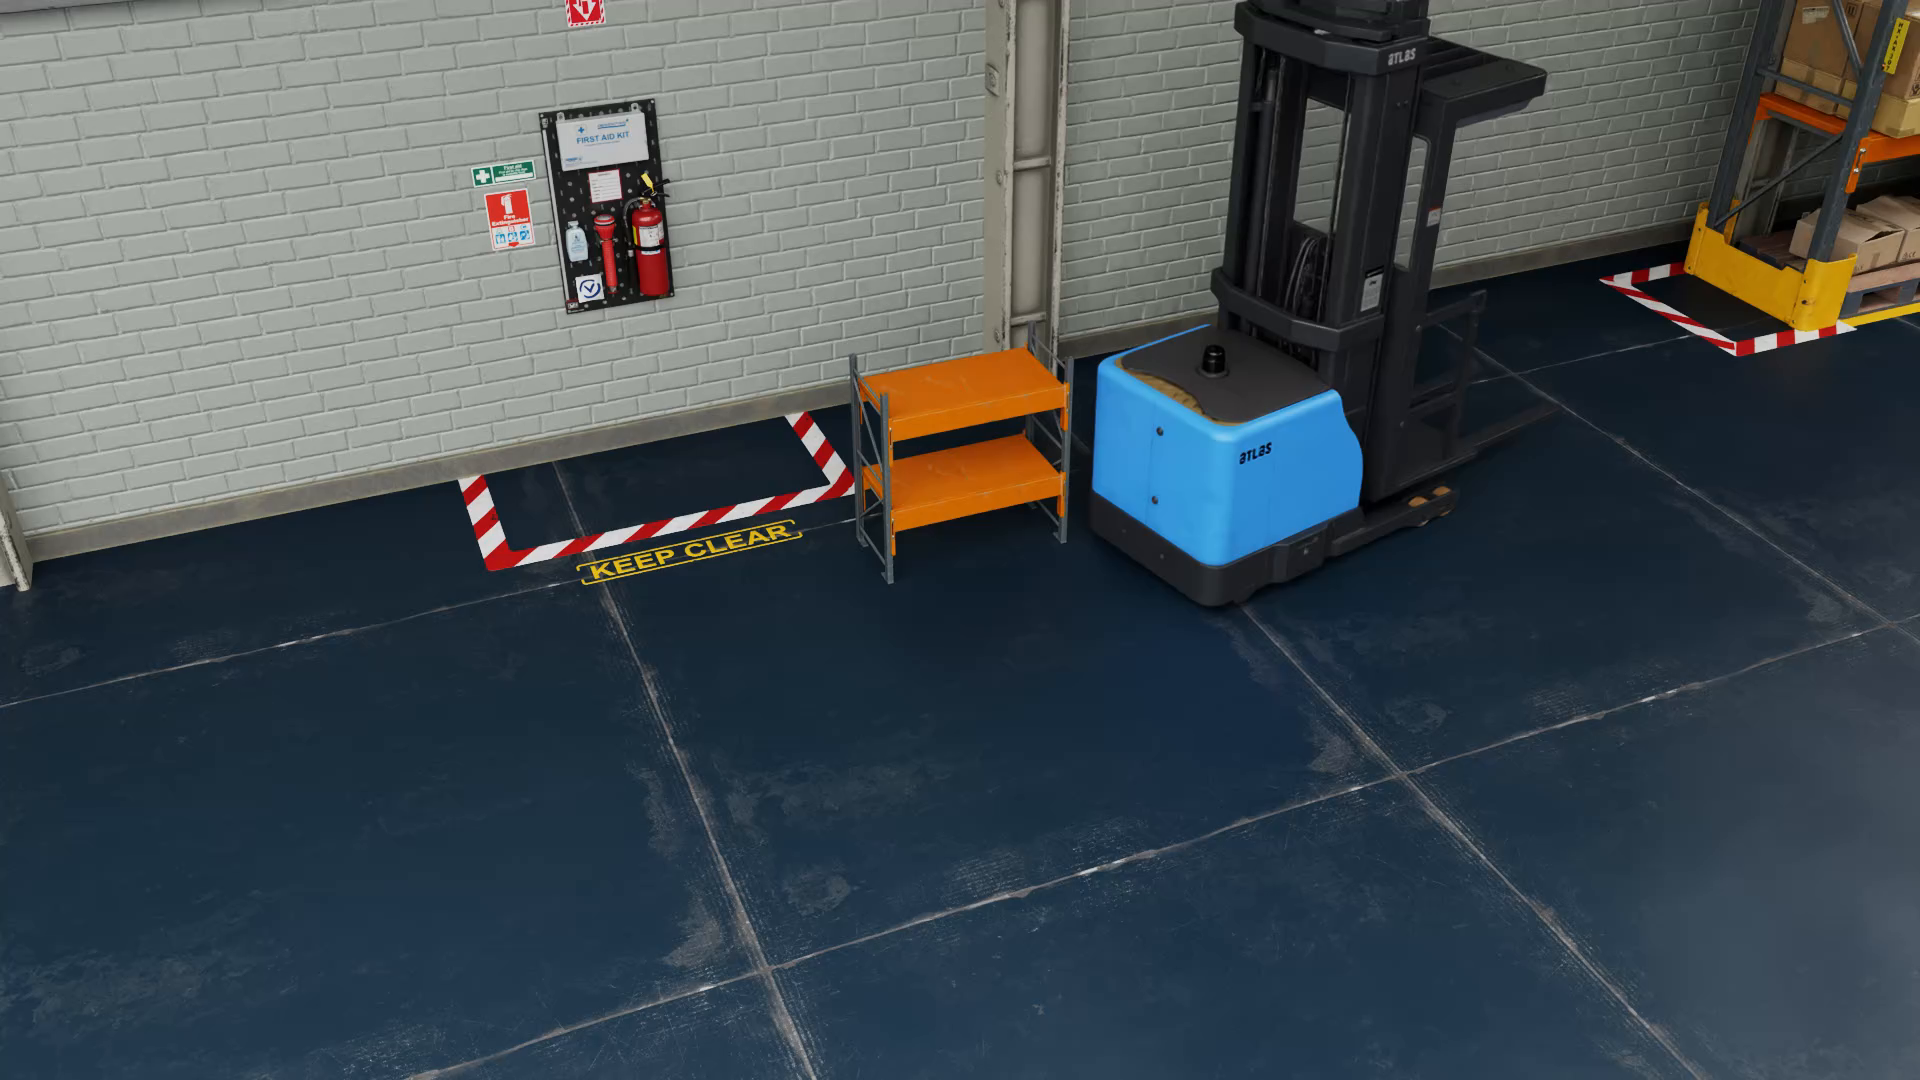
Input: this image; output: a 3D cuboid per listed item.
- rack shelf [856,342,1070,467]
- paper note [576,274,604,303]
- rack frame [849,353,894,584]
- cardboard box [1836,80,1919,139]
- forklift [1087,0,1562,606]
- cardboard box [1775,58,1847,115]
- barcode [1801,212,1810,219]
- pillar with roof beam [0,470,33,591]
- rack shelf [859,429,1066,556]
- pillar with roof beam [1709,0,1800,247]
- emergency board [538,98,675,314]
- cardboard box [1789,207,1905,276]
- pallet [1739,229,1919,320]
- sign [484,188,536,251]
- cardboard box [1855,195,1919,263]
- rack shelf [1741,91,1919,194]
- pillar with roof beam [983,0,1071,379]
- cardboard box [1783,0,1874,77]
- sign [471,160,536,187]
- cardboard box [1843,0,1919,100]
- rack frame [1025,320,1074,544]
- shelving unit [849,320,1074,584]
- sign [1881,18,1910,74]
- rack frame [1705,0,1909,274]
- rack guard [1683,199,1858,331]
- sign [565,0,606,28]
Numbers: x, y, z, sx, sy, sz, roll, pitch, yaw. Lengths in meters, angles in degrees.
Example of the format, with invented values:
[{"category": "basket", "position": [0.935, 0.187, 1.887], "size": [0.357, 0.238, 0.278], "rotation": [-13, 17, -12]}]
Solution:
[{"category": "rack shelf", "position": [0.006, -0.718, 8.704], "size": [1.000, 0.278, 0.538], "rotation": [-13, 35, -19]}, {"category": "paper note", "position": [-2.096, -1.426, 9.417], "size": [0.142, 0.148, 0.016], "rotation": [-13, 35, -19]}, {"category": "rack frame", "position": [-0.462, -0.366, 8.698], "size": [0.032, 1.125, 0.500], "rotation": [-13, 35, -19]}, {"category": "cardboard box", "position": [6.182, -2.873, 10.952], "size": [0.500, 0.250, 0.500], "rotation": [-14, 36, -20]}, {"category": "forklift", "position": [2.197, -1.517, 8.812], "size": [3.031, 2.935, 1.130], "rotation": [-21, 39, -29]}, {"category": "cardboard box", "position": [5.965, -3.126, 11.341], "size": [0.500, 0.250, 0.500], "rotation": [-12, 35, -18]}, {"category": "barcode", "position": [6.144, -2.351, 12.085], "size": [0.075, 0.075, 0.001], "rotation": [-13, 35, -19]}, {"category": "pillar with roof beam", "position": [-3.478, -1.383, 3.043], "size": [0.400, 9.000, 9.100], "rotation": [-13, 35, -19]}, {"category": "rack shelf", "position": [0.006, -0.268, 8.997], "size": [1.000, 0.278, 0.538], "rotation": [-13, 35, -19]}, {"category": "pillar with roof beam", "position": [7.586, -3.917, 6.937], "size": [0.400, 9.000, 9.100], "rotation": [-13, 35, -19]}, {"category": "emergency board", "position": [-1.906, -1.798, 9.180], "size": [0.643, 1.169, 0.194], "rotation": [-13, 35, -19]}, {"category": "cardboard box", "position": [6.282, -2.142, 11.772], "size": [0.500, 0.311, 0.500], "rotation": [-17, 37, -24]}, {"category": "pallet", "position": [6.442, -1.985, 12.025], "size": [1.213, 0.211, 1.003], "rotation": [-13, 35, -19]}, {"category": "sign", "position": [-2.455, -1.748, 9.071], "size": [0.234, 0.329, 0.001], "rotation": [-13, 35, -19]}, {"category": "cardboard box", "position": [6.808, -2.263, 11.957], "size": [0.500, 0.311, 0.500], "rotation": [-10, 34, -15]}, {"category": "rack shelf", "position": [7.453, -3.105, 11.849], "size": [4.000, 0.370, 1.077], "rotation": [-13, 35, -19]}, {"category": "pillar with roof beam", "position": [2.054, -2.650, 4.990], "size": [0.400, 9.000, 9.100], "rotation": [-13, 35, -19]}, {"category": "cardboard box", "position": [5.962, -3.450, 11.152], "size": [0.500, 0.500, 0.500], "rotation": [-13, 35, -19]}, {"category": "sign", "position": [-2.448, -1.966, 8.921], "size": [0.331, 0.109, 0.001], "rotation": [-13, 35, -19]}, {"category": "cardboard box", "position": [6.166, -3.194, 10.758], "size": [0.500, 0.500, 0.500], "rotation": [-13, 35, -19]}, {"category": "rack frame", "position": [0.475, -0.580, 9.028], "size": [0.032, 1.125, 0.500], "rotation": [-13, 35, -19]}, {"category": "shelving unit", "position": [0.006, -0.473, 8.863], "size": [1.048, 1.125, 0.538], "rotation": [-13, 35, -19]}, {"category": "sign", "position": [5.819, -3.074, 10.349], "size": [0.005, 0.325, 0.100], "rotation": [-13, 35, -19]}, {"category": "rack frame", "position": [5.609, -2.984, 11.004], "size": [0.127, 3.000, 1.000], "rotation": [-13, 35, -19]}, {"category": "rack guard", "position": [5.679, -1.953, 11.710], "size": [0.348, 0.500, 1.175], "rotation": [-13, 35, -19]}, {"category": "sign", "position": [-1.952, -2.818, 8.623], "size": [0.199, 0.298, 0.001], "rotation": [-13, 35, -19]}]
